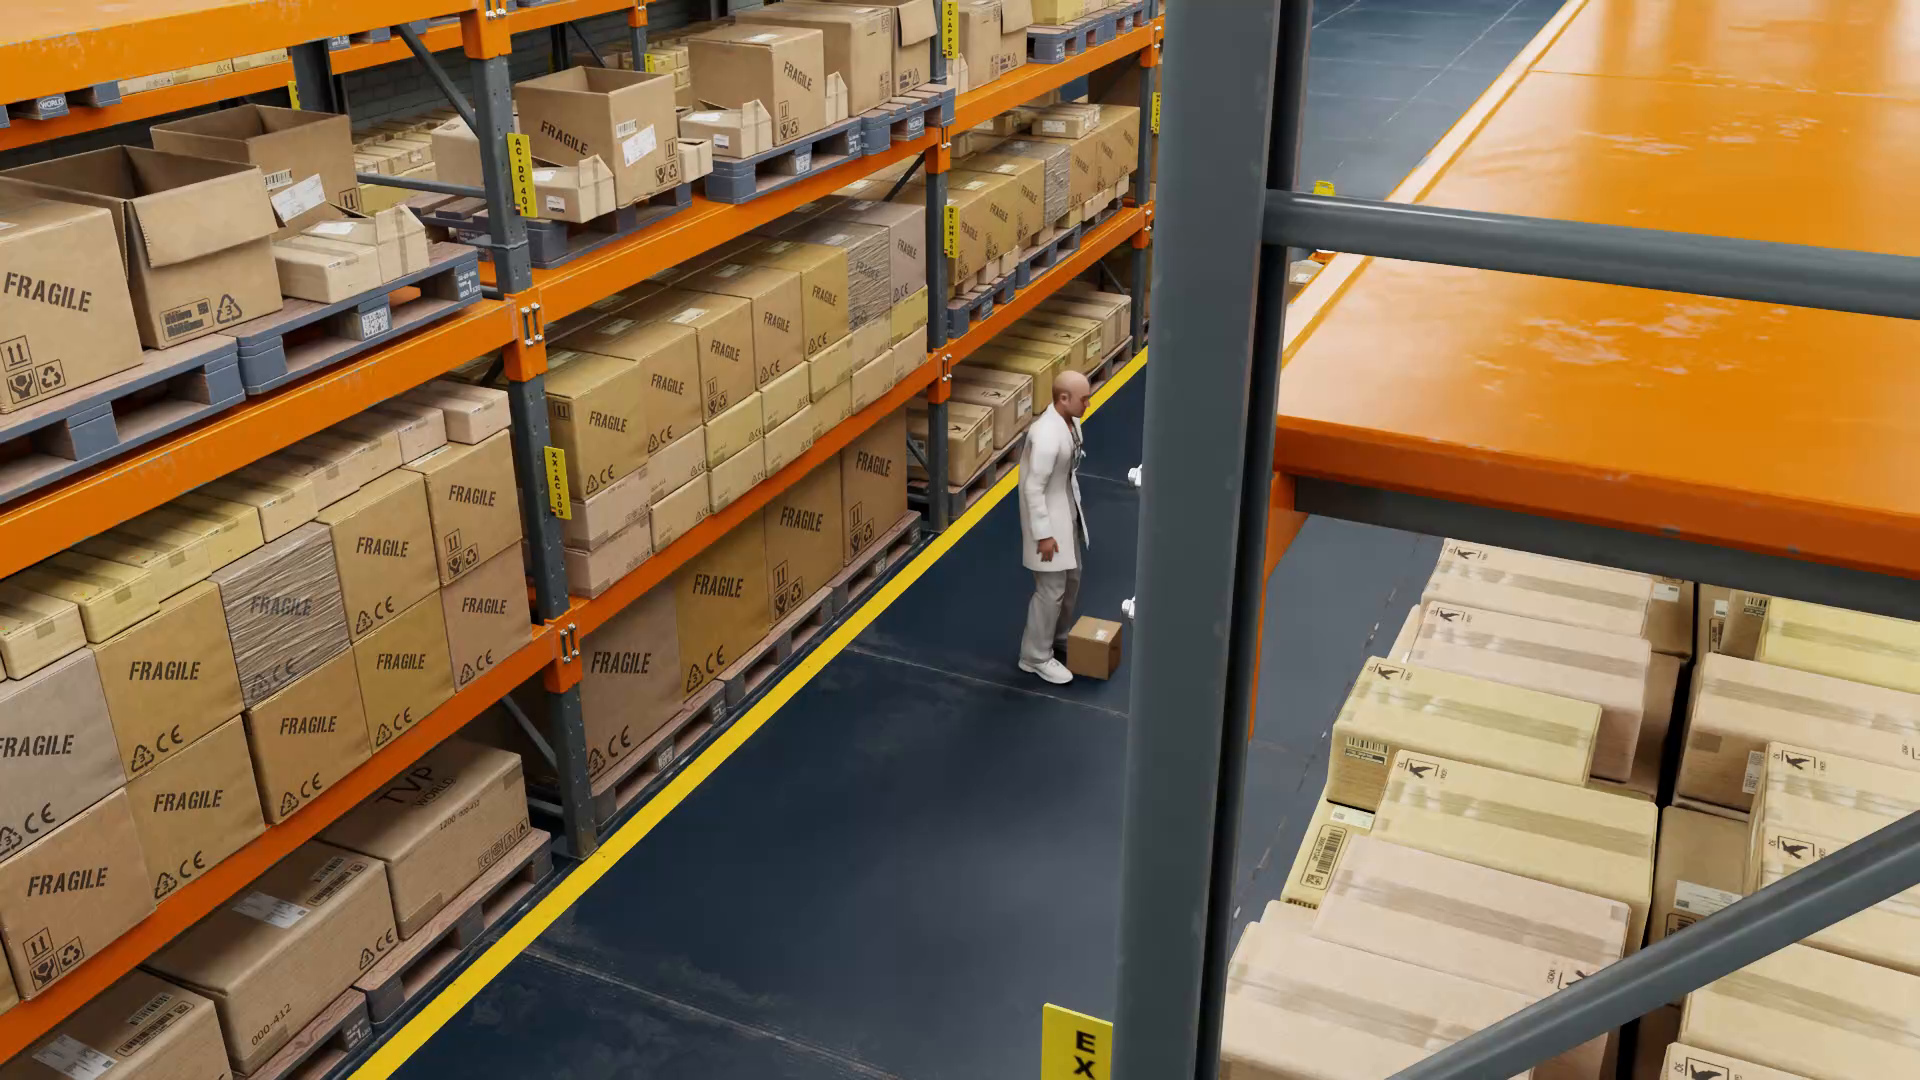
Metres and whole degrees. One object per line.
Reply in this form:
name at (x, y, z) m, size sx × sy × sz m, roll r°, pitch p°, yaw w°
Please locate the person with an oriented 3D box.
person at (0.545, -0.109, 9.358) m, size 0.429 × 1.772 × 0.643 m, roll 10°, pitch 27°, yaw 19°
